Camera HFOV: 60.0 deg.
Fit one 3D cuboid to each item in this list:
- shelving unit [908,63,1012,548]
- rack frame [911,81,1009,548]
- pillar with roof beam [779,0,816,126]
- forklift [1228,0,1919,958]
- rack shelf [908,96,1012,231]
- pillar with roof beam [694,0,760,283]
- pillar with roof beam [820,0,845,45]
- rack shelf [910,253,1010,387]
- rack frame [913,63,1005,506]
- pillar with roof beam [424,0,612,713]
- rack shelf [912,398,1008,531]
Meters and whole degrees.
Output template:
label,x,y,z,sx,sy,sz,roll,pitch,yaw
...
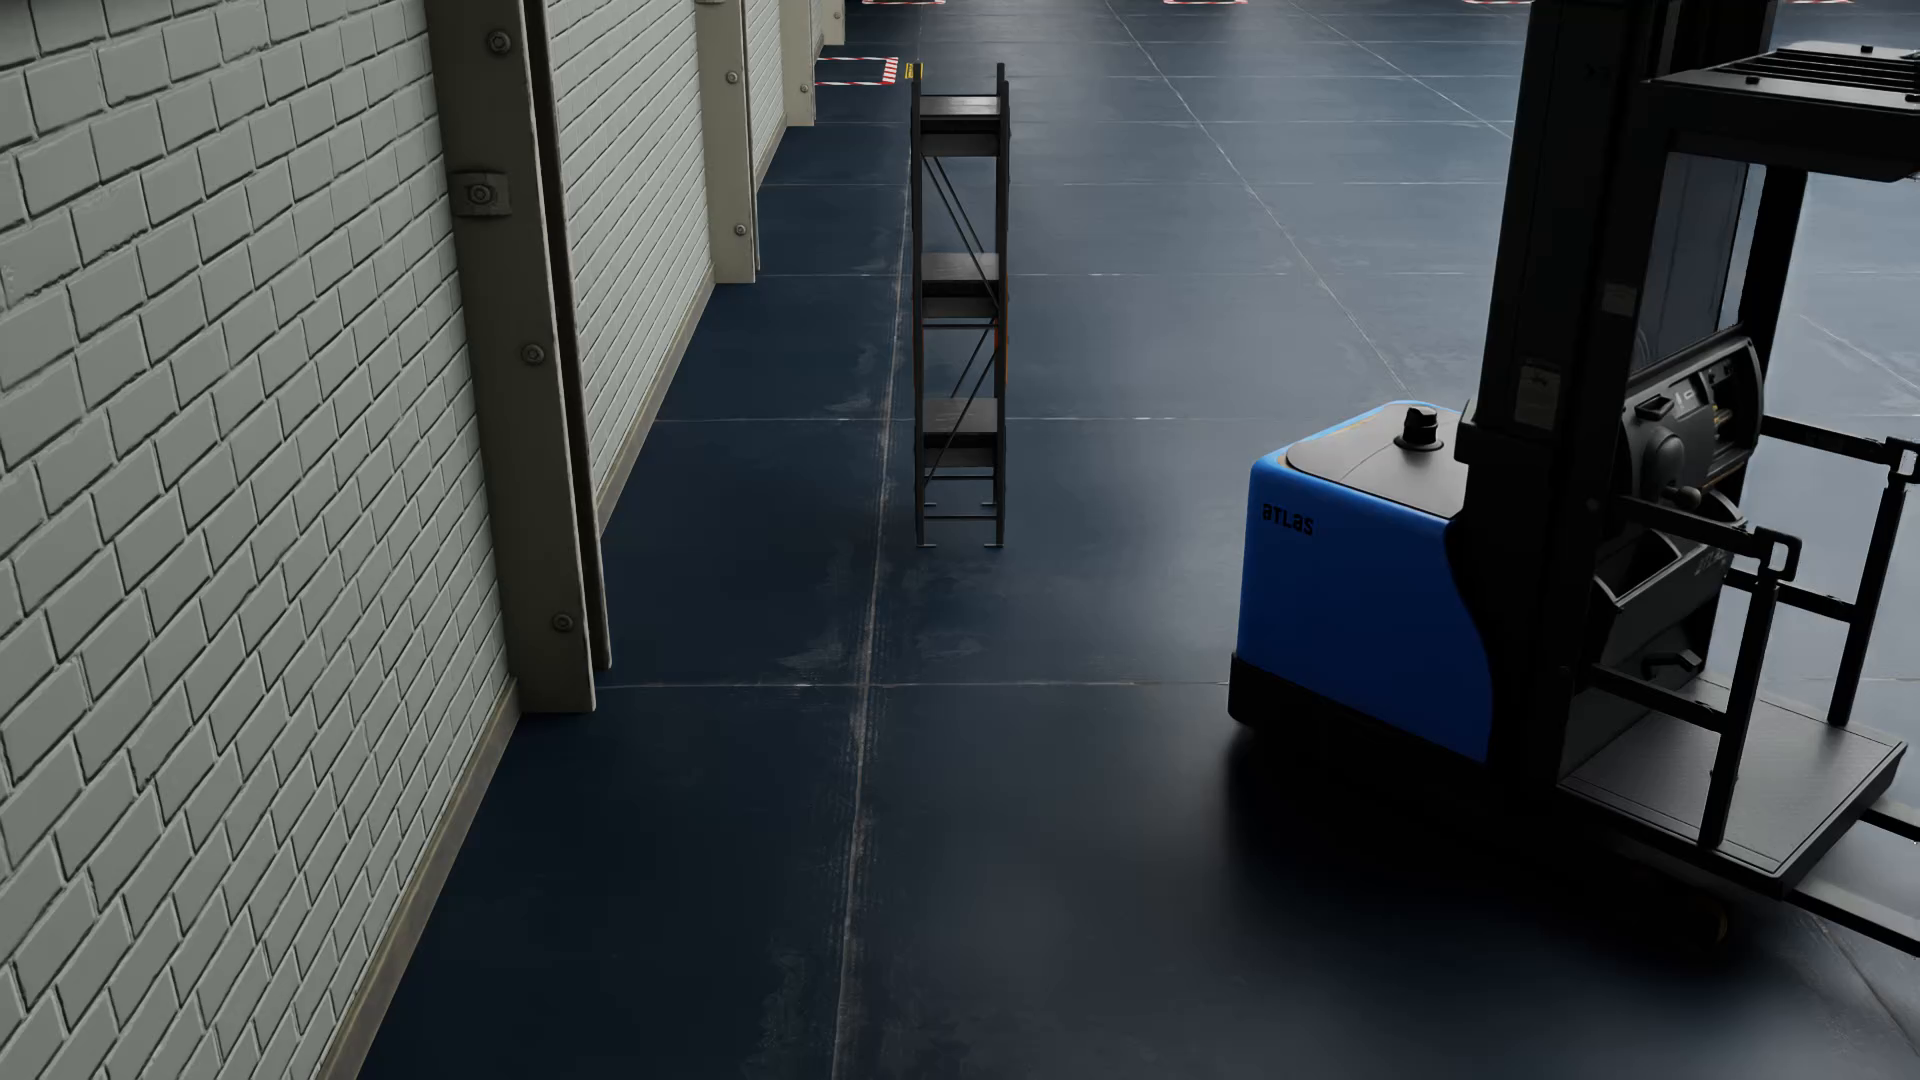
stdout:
label,x,y,z,sx,sy,sz,roll,pitch,yaw
shelving unit,-0.002,-1.025,7.468,0.431,2.100,0.503,0,24,-1
rack frame,0.001,-0.924,7.246,0.400,2.100,0.015,0,24,-1
pillar with roof beam,2.627,-8.493,15.608,9.100,9.000,0.400,0,24,-1
forklift,2.382,-0.337,4.939,1.130,2.935,3.031,-22,32,-39
rack shelf,-0.002,-1.650,7.185,0.431,0.518,0.480,0,24,-1
pillar with roof beam,2.693,-6.021,10.142,9.100,9.000,0.400,0,24,-1
pillar with roof beam,2.562,-10.965,21.075,9.100,9.000,0.400,0,24,-1
rack shelf,-0.002,-1.012,7.474,0.431,0.518,0.480,0,24,-1
rack frame,-0.004,-1.125,7.690,0.400,2.100,0.015,0,24,-1
pillar with roof beam,2.758,-3.548,4.675,9.100,9.000,0.400,0,24,-1
rack shelf,-0.002,-0.375,7.762,0.431,0.518,0.480,0,24,-1
